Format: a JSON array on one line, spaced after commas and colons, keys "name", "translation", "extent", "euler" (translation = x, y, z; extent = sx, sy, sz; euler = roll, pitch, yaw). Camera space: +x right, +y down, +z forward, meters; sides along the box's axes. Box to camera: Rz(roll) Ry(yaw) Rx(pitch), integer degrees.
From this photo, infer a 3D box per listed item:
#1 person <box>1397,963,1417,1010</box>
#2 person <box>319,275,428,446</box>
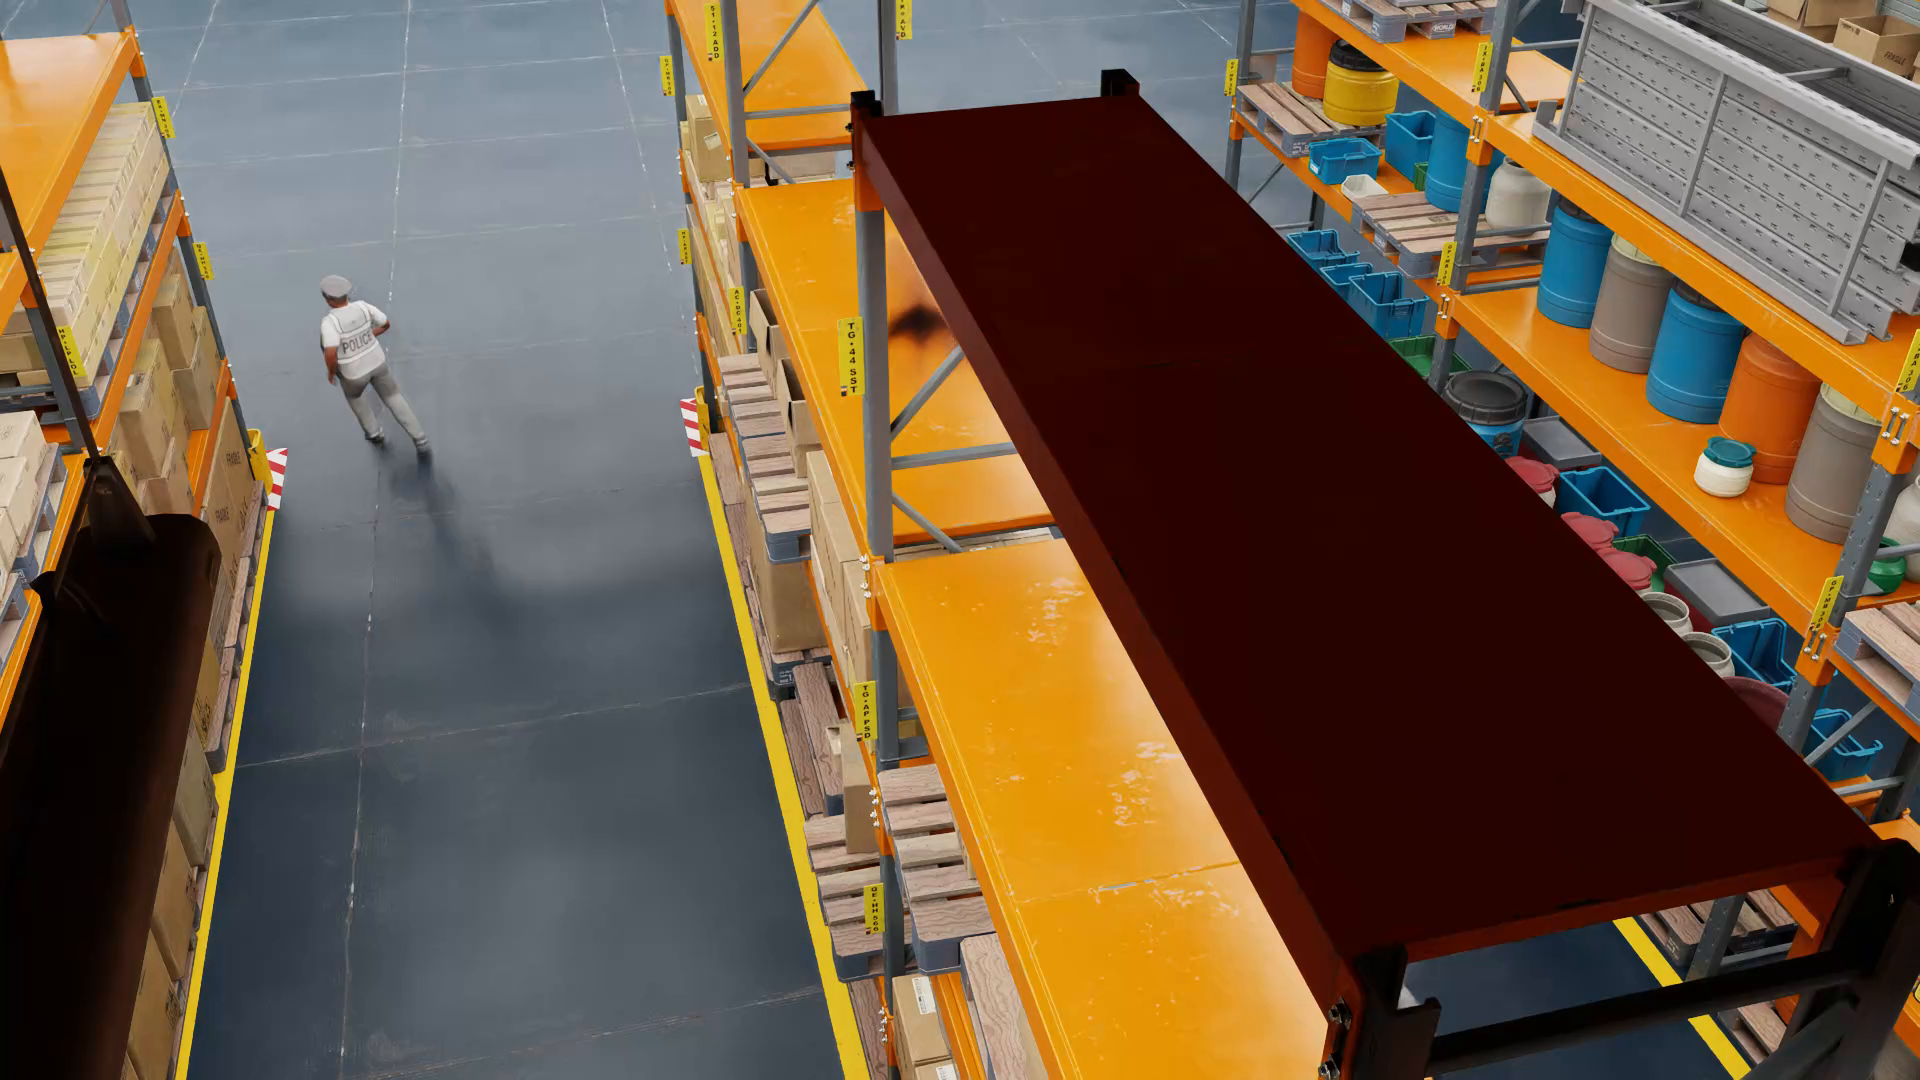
[{"name": "person", "translation": [2.555, 2.194, 9.381], "extent": [0.578, 1.674, 0.836], "euler": [-14, 37, -20]}, {"name": "person", "translation": [-5.336, -1.529, 14.791], "extent": [0.741, 1.806, 0.855], "euler": [-29, 44, -36]}]
